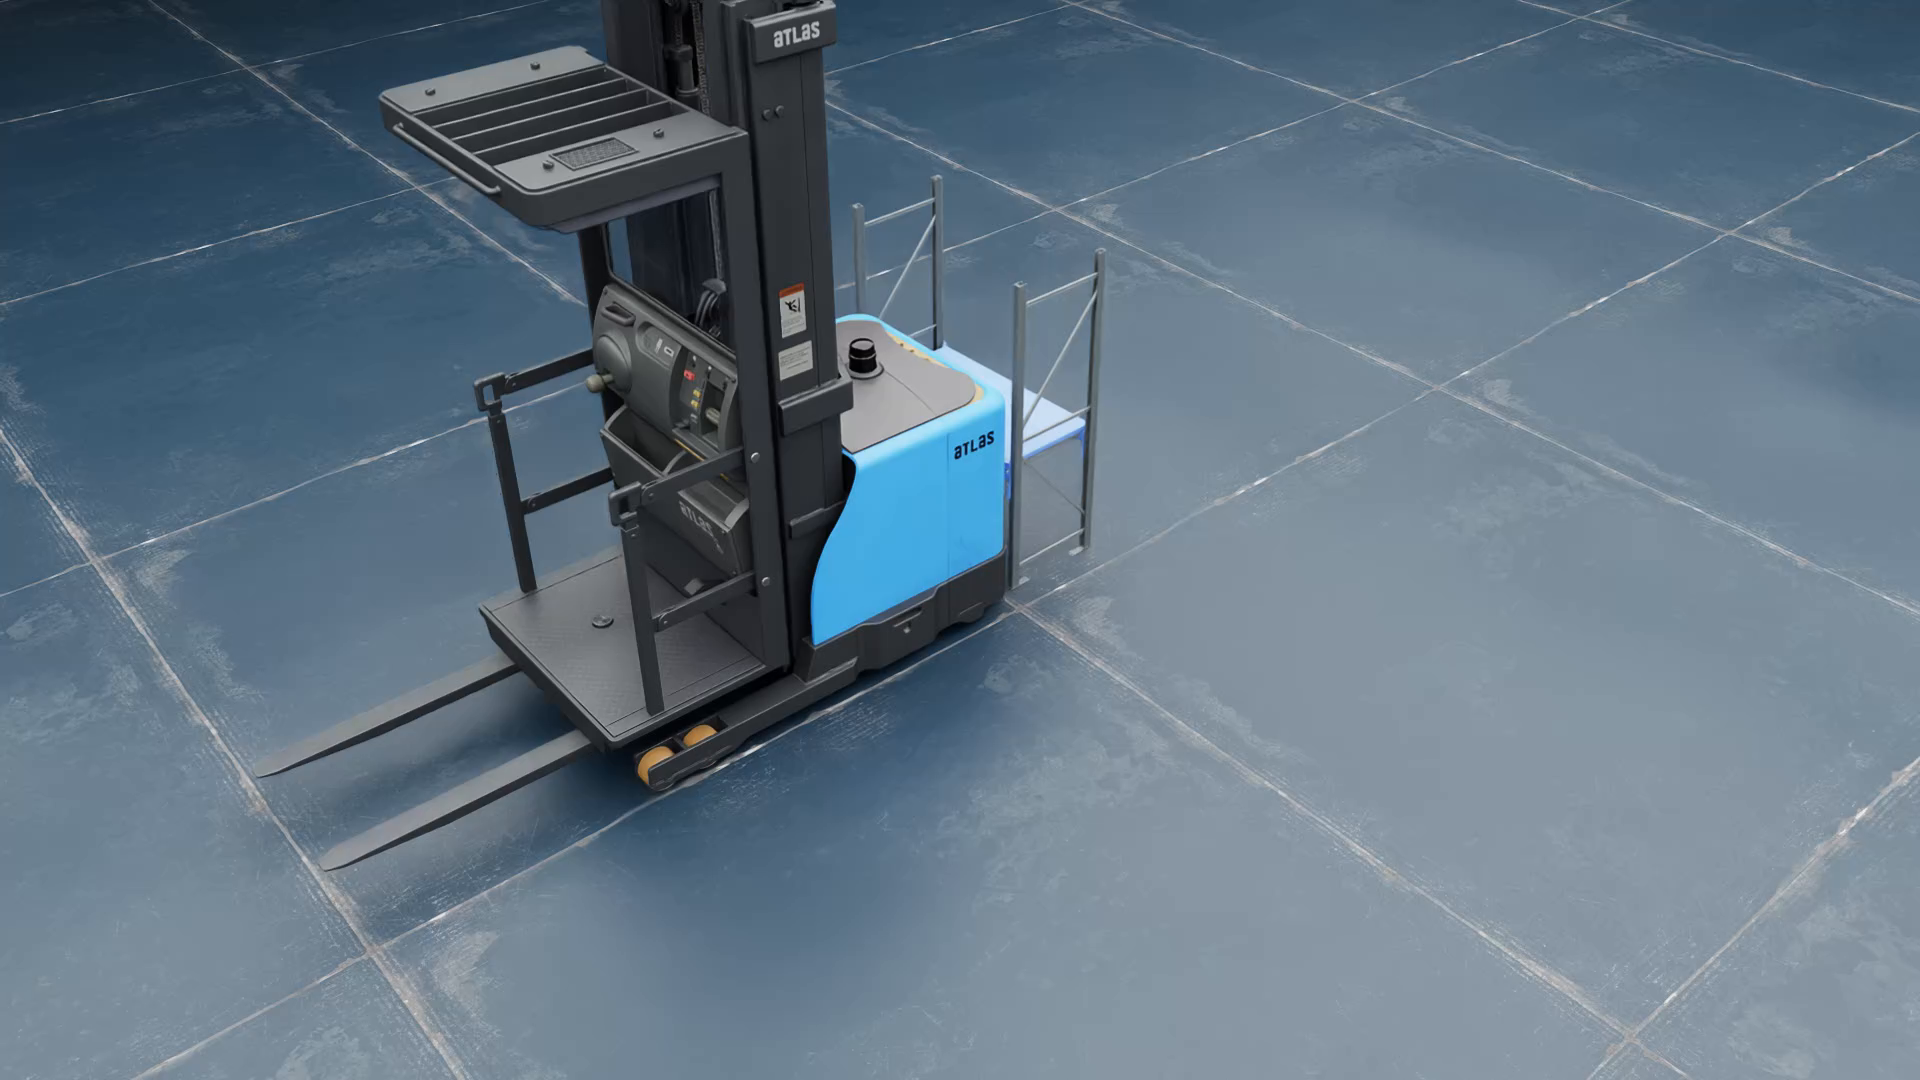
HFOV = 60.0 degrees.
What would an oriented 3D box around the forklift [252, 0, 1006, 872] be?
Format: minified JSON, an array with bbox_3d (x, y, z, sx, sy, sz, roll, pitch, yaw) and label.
[{"bbox_3d":[-1.254,-0.579,6.031,3.031,2.935,1.130,-26,43,-32],"label":"forklift"}]

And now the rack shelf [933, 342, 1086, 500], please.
[{"bbox_3d":[0.067,-0.560,7.555,0.538,0.185,1.000,-28,44,-33],"label":"rack shelf"}]

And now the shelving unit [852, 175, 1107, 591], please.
[{"bbox_3d":[0.067,-0.707,7.451,0.538,1.500,1.048,-28,44,-33],"label":"shelving unit"}]

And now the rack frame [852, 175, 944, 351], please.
[{"bbox_3d":[-0.273,-0.925,7.759,0.500,1.500,0.032,-28,44,-33],"label":"rack frame"}]

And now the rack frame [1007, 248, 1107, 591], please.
[{"bbox_3d":[0.408,-0.489,7.143,0.500,1.500,0.032,-28,44,-33],"label":"rack frame"}]
